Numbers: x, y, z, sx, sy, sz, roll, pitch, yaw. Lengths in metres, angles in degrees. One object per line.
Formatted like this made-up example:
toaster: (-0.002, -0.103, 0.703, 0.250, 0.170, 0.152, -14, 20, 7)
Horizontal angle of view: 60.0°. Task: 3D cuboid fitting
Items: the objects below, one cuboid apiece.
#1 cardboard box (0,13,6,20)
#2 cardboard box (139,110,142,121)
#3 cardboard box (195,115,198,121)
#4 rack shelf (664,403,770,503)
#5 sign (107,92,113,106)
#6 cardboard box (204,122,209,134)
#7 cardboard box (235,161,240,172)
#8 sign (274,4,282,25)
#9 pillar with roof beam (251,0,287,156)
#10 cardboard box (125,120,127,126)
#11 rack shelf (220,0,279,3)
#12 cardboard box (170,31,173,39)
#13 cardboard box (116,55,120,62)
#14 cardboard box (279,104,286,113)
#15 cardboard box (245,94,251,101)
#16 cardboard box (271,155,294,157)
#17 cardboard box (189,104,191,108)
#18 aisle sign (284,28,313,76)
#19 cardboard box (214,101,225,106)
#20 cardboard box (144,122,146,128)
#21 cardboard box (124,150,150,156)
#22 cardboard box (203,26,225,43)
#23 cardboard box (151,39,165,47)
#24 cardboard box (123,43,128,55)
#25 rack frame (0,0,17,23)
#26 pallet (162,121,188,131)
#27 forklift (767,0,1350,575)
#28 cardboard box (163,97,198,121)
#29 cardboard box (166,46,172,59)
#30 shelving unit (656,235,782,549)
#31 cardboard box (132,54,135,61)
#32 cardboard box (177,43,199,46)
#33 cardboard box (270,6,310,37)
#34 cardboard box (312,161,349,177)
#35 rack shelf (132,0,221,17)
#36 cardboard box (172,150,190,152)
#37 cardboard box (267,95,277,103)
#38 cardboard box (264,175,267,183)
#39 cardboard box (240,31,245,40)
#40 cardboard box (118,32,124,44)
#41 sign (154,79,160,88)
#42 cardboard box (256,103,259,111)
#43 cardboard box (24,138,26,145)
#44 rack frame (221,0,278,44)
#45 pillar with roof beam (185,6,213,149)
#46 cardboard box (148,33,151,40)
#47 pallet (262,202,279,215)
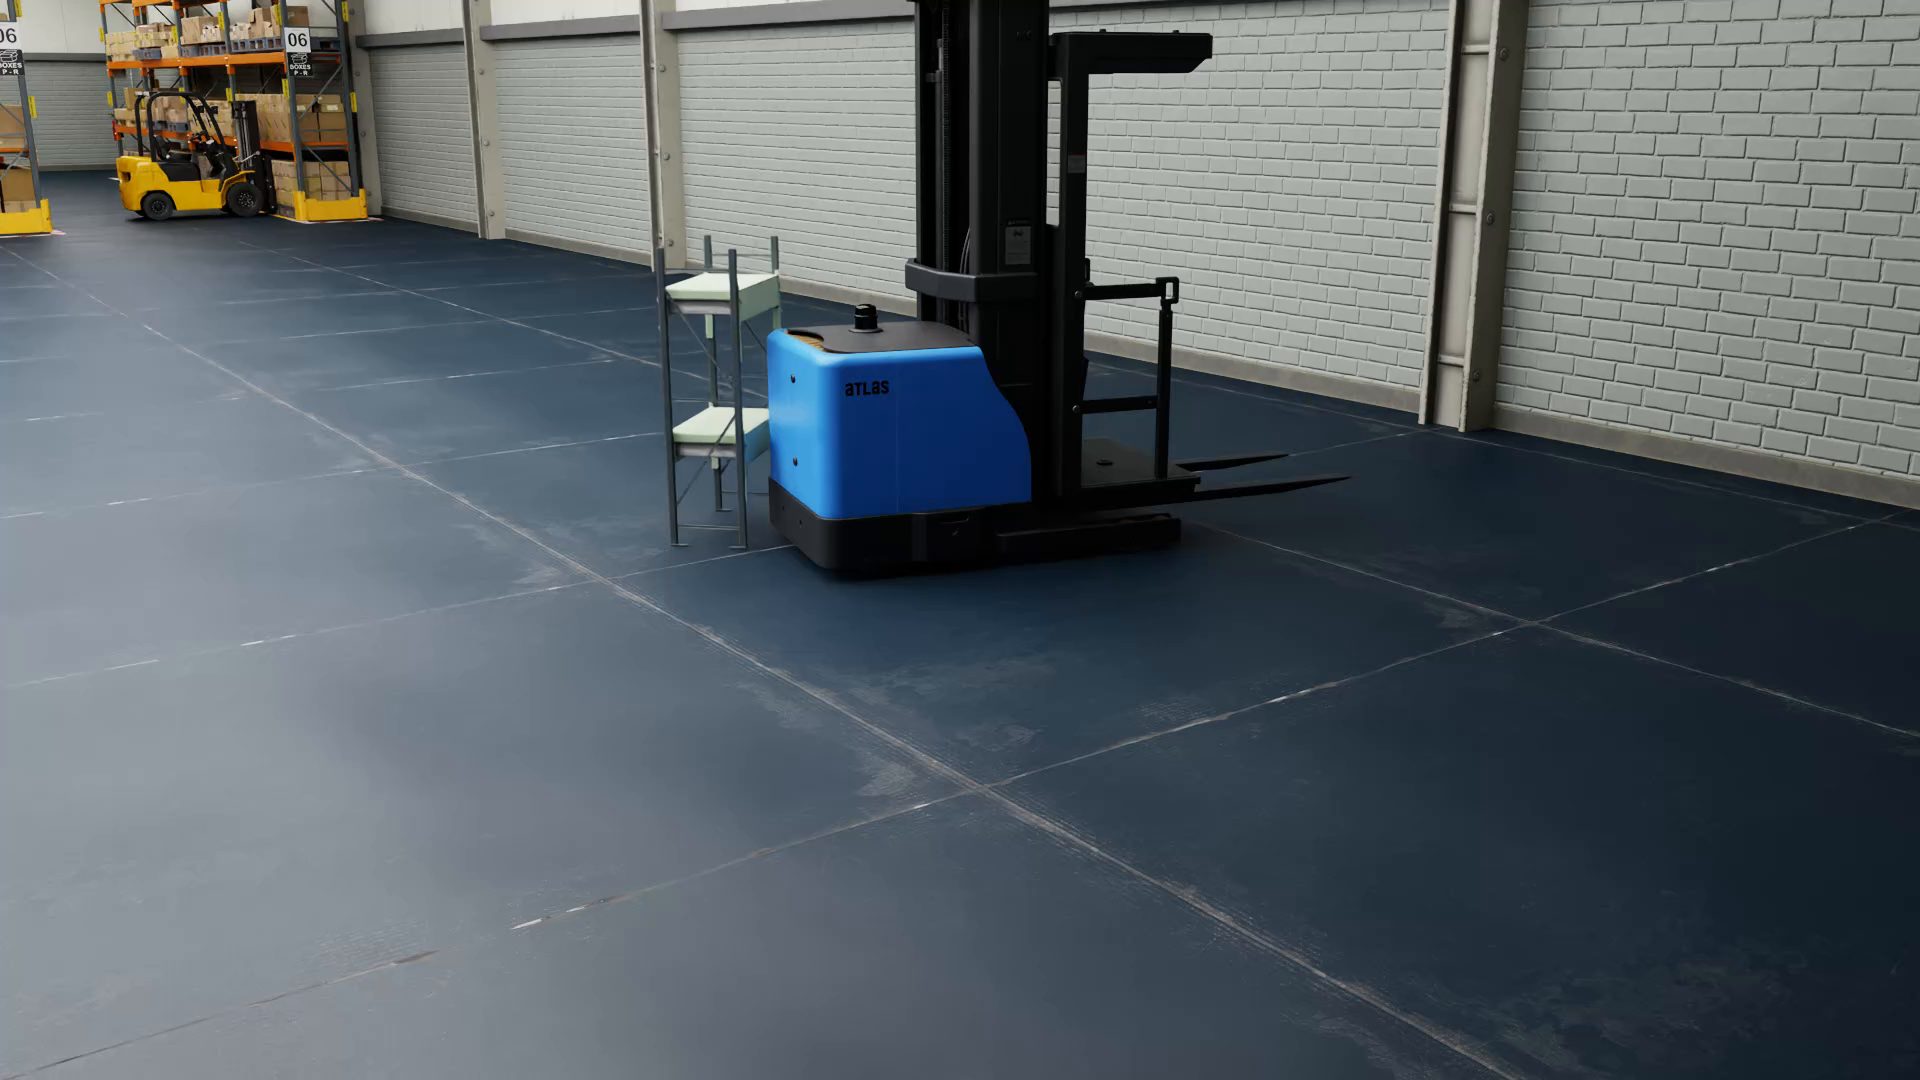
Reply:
cardboard box: (-15.069, -8.124, 25.858, 0.380, 0.149, 0.250, -11, 19, -35)
cardboard box: (-18.871, -9.886, 38.735, 0.500, 0.250, 0.500, -11, 19, -34)
cardboard box: (-15.359, -8.714, 34.070, 0.500, 0.250, 0.500, -10, 18, -33)
rack shelf: (-1.213, -0.468, 8.677, 0.431, 0.370, 0.720, 2, 15, 10)
sign: (-20.859, -10.827, 40.812, 0.100, 0.325, 0.005, -11, 19, -35)
cardboard box: (-15.052, -8.363, 33.735, 0.500, 0.250, 0.500, -12, 19, -36)
cardboard box: (-13.680, -7.098, 32.531, 0.875, 0.625, 0.625, -10, 18, -32)
sign: (-11.459, -8.831, 27.952, 0.100, 0.325, 0.005, -11, 19, -35)
pillar with roof beam: (-17.703, -10.872, 31.253, 9.100, 9.000, 0.400, -11, 19, -35)
cardboard box: (-19.980, -10.098, 40.266, 0.380, 0.149, 0.250, -10, 18, -33)
rack shelf: (-12.188, -9.858, 29.667, 1.077, 0.370, 4.000, -11, 19, -35)
cardboard box: (-16.424, -10.645, 35.069, 0.380, 0.149, 0.250, -12, 19, -36)
cardboard box: (-19.885, -11.482, 39.638, 0.380, 0.149, 0.250, -11, 19, -35)
cardboard box: (-11.617, -7.519, 28.947, 0.380, 0.149, 0.250, -11, 18, -34)
cardboard box: (-12.964, -8.156, 30.711, 0.380, 0.149, 0.250, -10, 18, -33)
cardboard box: (-12.918, -7.215, 31.773, 0.500, 0.250, 0.500, -10, 18, -33)
cardboard box: (-15.767, -9.033, 34.478, 0.380, 0.149, 0.250, -10, 18, -33)
aisle sign: (-11.211, -8.271, 28.190, 0.394, 0.787, 0.004, -11, 19, -35)
cardboard box: (-14.520, -8.599, 32.894, 0.380, 0.149, 0.250, -11, 19, -34)
cardboard box: (-18.630, -9.599, 38.443, 0.380, 0.149, 0.250, -10, 18, -33)
cardboard box: (-20.137, -9.347, 40.977, 0.797, 0.503, 0.637, -12, 19, -37)
cardboard box: (-14.438, -9.866, 32.444, 0.500, 0.311, 0.500, -12, 19, -36)
cardboard box: (-17.289, -10.766, 36.039, 0.380, 0.149, 0.250, -10, 18, -33)
cardboard box: (-19.160, -11.442, 38.738, 0.500, 0.250, 0.500, -10, 18, -33)
rack frame: (-15.025, -9.199, 25.141, 1.000, 3.000, 0.127, -11, 19, -35)
pallet: (-16.863, -9.107, 36.533, 1.003, 0.211, 1.213, -11, 19, -35)
forklift: (0.581, -1.474, 8.410, 3.031, 2.935, 1.130, -6, 16, -21)
cardboard box: (-16.825, -9.358, 36.092, 0.797, 0.503, 0.637, -11, 19, -36)
cardboard box: (-16.510, -10.339, 35.271, 0.500, 0.250, 0.500, -11, 19, -34)
shelving unit: (-1.214, -0.782, 8.591, 0.431, 1.500, 0.755, 2, 15, 10)
cardboard box: (-18.810, -11.107, 38.271, 0.380, 0.149, 0.250, -10, 18, -33)
cardboard box: (-16.119, -10.390, 34.704, 0.380, 0.149, 0.250, -10, 18, -33)
cardboard box: (-11.470, -8.880, 28.481, 0.500, 0.500, 0.500, -10, 18, -33)
cardboard box: (-11.142, -6.568, 29.409, 0.500, 0.250, 0.500, -11, 19, -35)
rack shelf: (-16.892, -11.566, 35.909, 1.077, 0.370, 4.000, -11, 19, -35)
cardboard box: (-17.254, -8.562, 36.888, 0.380, 0.149, 0.250, -10, 18, -33)
cardboard box: (-12.068, -7.828, 29.513, 0.380, 0.149, 0.250, -10, 18, -33)
cardboard box: (-12.449, -6.573, 30.376, 0.500, 0.250, 0.500, -11, 19, -35)
cardboard box: (-12.894, -9.201, 30.319, 0.380, 0.149, 0.250, -10, 18, -33)
cardboard box: (-19.464, -11.795, 39.081, 0.500, 0.250, 0.500, -10, 18, -33)
sign: (-19.959, -11.286, 41.339, 0.100, 0.325, 0.005, -11, 19, -35)
cardboard box: (-12.660, -7.906, 30.360, 0.380, 0.149, 0.250, -12, 19, -36)
cardboard box: (-15.420, -6.472, 27.015, 0.380, 0.149, 0.250, -11, 19, -34)
rack frame: (-13.364, -10.825, 31.080, 1.000, 3.000, 0.127, -11, 19, -35)
pillar with roof beam: (-21.230, -12.153, 35.934, 9.100, 9.000, 0.400, -11, 19, -35)
cardboard box: (-17.434, -10.963, 36.195, 0.380, 0.149, 0.250, -11, 19, -34)
pallet: (-12.209, -6.149, 30.643, 1.003, 0.211, 1.213, -11, 19, -35)
